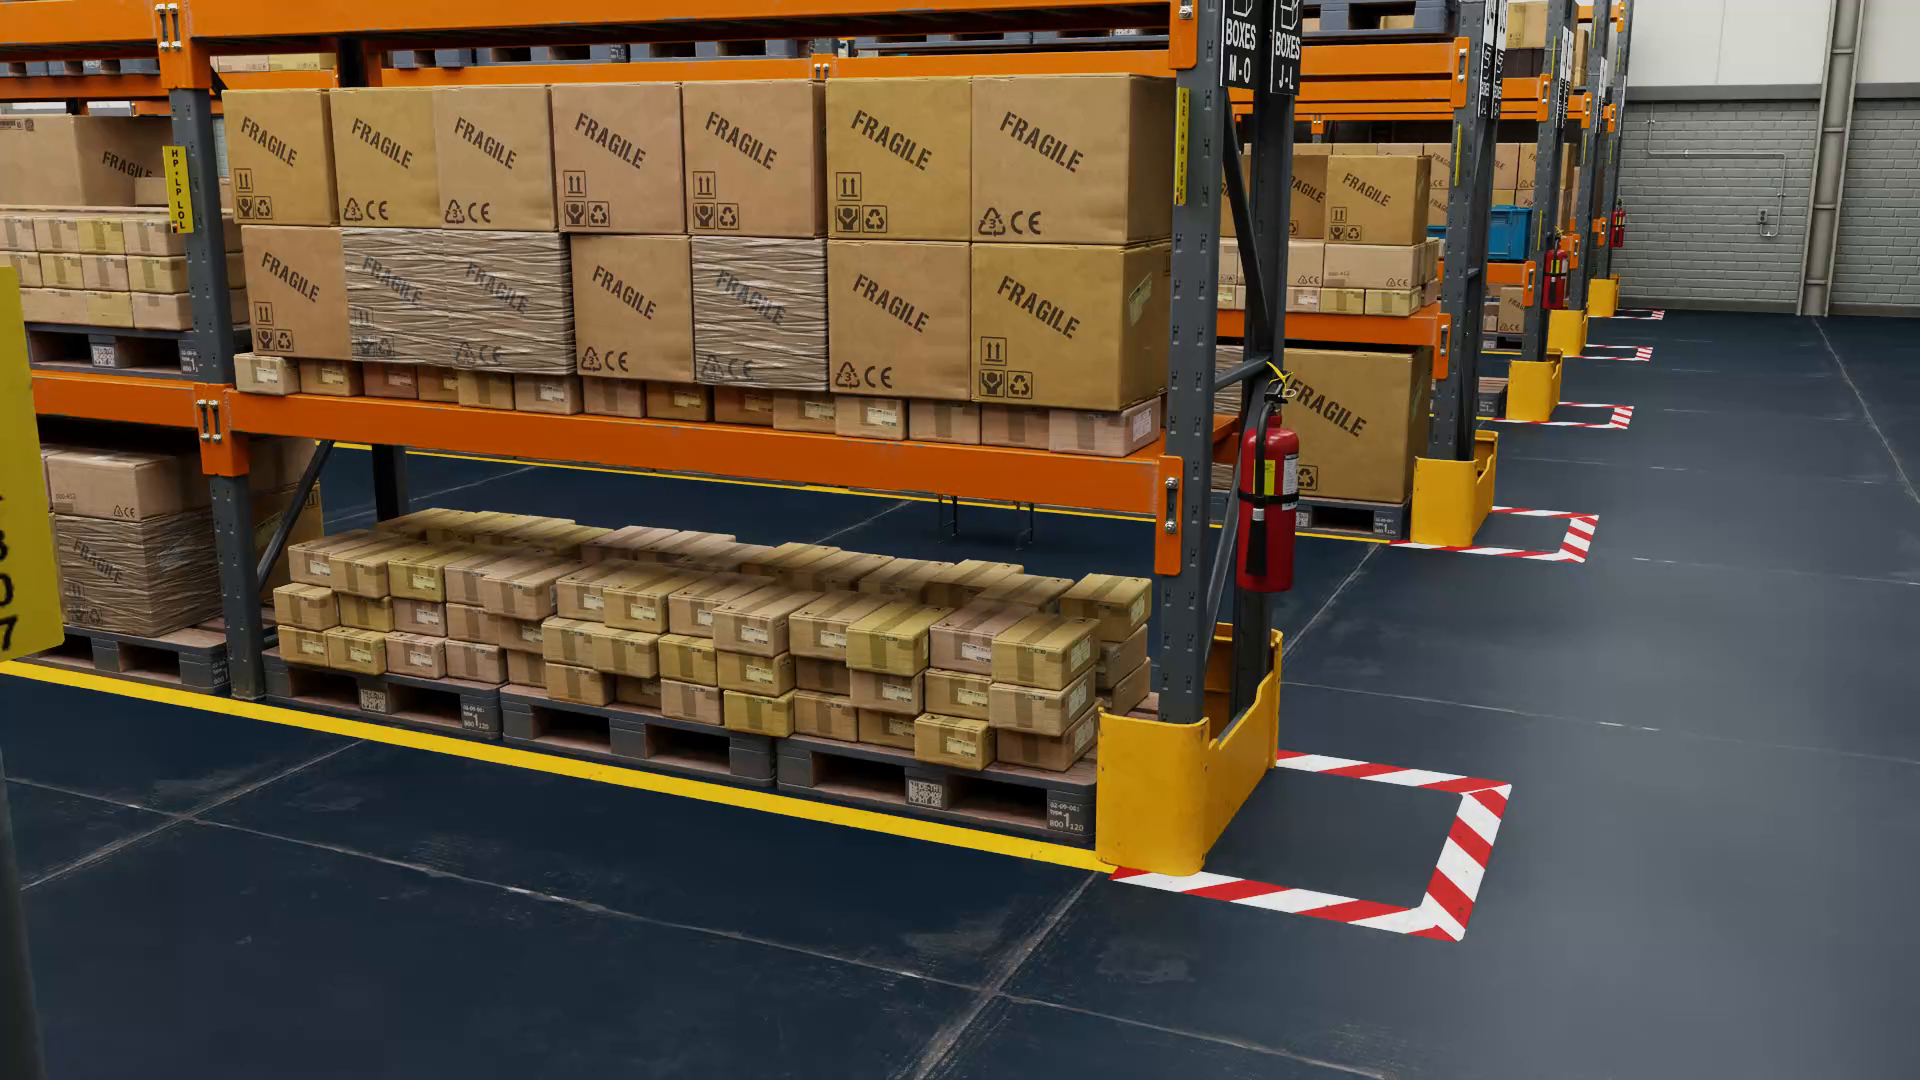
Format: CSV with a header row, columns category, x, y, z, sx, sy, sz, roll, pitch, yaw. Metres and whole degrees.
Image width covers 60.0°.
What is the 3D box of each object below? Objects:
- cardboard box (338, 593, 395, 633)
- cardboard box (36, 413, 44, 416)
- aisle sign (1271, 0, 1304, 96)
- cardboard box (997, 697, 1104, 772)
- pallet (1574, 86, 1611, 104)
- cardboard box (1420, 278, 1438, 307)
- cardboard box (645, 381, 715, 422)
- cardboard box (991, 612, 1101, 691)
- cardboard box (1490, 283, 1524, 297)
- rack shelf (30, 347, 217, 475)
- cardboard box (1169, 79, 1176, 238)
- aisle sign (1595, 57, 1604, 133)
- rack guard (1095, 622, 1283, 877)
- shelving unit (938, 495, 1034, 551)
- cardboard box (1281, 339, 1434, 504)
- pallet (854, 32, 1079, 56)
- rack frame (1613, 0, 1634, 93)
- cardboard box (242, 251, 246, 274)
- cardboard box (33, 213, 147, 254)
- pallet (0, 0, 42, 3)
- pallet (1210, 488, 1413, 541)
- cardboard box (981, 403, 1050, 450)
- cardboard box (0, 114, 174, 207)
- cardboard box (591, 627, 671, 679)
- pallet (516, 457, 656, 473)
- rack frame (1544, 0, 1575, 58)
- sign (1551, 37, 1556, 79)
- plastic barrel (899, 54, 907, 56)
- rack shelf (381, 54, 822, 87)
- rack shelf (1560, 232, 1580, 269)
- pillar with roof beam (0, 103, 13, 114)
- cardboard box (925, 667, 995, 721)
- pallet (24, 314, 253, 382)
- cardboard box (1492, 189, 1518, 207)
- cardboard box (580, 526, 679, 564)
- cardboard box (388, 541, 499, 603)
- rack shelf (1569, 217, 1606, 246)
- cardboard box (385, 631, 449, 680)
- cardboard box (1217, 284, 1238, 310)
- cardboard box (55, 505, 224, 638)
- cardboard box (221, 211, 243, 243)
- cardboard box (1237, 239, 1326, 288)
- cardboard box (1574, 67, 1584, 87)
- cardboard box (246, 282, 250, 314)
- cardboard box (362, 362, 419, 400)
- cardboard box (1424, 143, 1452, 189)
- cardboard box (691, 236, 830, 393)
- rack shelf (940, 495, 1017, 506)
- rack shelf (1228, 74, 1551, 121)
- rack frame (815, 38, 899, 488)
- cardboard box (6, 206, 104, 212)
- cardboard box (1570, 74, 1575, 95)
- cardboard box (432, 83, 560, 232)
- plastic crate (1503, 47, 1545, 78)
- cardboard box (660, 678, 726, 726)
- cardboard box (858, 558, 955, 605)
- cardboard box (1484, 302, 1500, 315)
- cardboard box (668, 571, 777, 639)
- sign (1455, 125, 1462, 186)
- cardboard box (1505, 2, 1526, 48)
category,x,y,z,sx,sy,sz,roll,pitch,yaw
cardboard box,-2.307,0.248,6.803,0.250,0.149,0.380,6,14,24
cardboard box,-4.778,-0.515,8.296,0.500,0.250,0.500,6,15,25
aisle sign,1.069,-1.847,5.371,0.004,0.787,0.394,6,14,23
cardboard box,0.315,0.652,5.730,0.250,0.149,0.380,6,15,24
pallet,8.318,-6.140,22.983,1.213,0.211,1.003,6,14,23
cardboard box,2.791,-1.532,10.268,0.250,0.149,0.380,6,14,24
cardboard box,-0.923,-0.533,6.012,0.250,0.149,0.380,6,15,24
cardboard box,0.294,0.372,5.623,0.250,0.149,0.380,6,14,24
cardboard box,7.863,-3.734,23.654,0.500,0.500,0.700,6,14,23
rack shelf,-4.605,-0.731,7.878,4.000,0.370,1.077,6,14,23
cardboard box,0.577,-1.303,5.684,0.500,0.500,0.500,6,14,23
aisle sign,6.936,-4.817,18.025,0.004,0.787,0.394,6,14,23
rack guard,0.811,0.684,5.746,0.348,0.500,1.175,6,14,23
shelving unit,0.151,-0.569,9.553,0.503,1.200,0.258,6,14,23
cardboard box,2.364,-0.765,10.181,0.875,0.875,0.875,6,14,23
pallet,0.068,-3.262,10.718,1.213,0.211,1.003,6,14,23
rack frame,9.001,-7.577,22.347,0.127,3.000,1.000,6,14,23
cardboard box,-3.188,-1.279,7.619,0.250,0.149,0.380,5,14,22
cardboard box,-3.704,-1.313,7.113,0.250,0.149,0.380,5,14,21
pallet,-3.298,-2.344,7.024,1.003,0.211,1.213,6,14,23
pallet,2.219,-0.253,10.369,1.213,0.211,1.003,6,14,23
cardboard box,0.256,-0.406,5.467,0.250,0.149,0.380,6,14,23
cardboard box,-7.320,-3.057,13.983,1.000,1.000,1.000,6,14,24
cardboard box,-1.162,0.383,6.225,0.250,0.149,0.380,6,14,24
pallet,-2.531,-0.733,12.418,1.213,0.211,1.003,6,14,23
rack frame,4.988,-5.508,13.529,0.127,3.000,1.000,6,14,23
sign,4.780,-3.880,13.387,0.005,0.325,0.100,6,14,23
plastic barrel,-0.292,-4.992,15.880,0.708,0.901,0.600,6,14,23
rack shelf,-2.504,-3.218,11.911,4.000,0.370,1.077,6,14,23
rack shelf,5.169,-3.456,19.492,4.000,0.370,1.077,6,14,23
pillar with roof beam,-22.839,-9.940,32.416,0.400,9.000,9.100,6,14,23
cardboard box,0.065,0.488,5.779,0.250,0.149,0.380,5,14,22
pallet,-3.417,-0.904,7.460,1.213,0.211,1.003,6,14,23
cardboard box,6.002,-3.702,18.746,0.500,0.500,0.500,6,14,24
cardboard box,-1.375,0.059,6.955,0.250,0.149,0.380,5,14,21
cardboard box,-2.067,0.124,6.680,0.250,0.149,0.380,6,14,22
rack shelf,7.172,-4.491,23.903,4.000,0.370,1.077,6,14,23
cardboard box,-2.082,0.425,6.699,0.250,0.149,0.380,6,14,23
cardboard box,1.588,-1.489,10.083,0.250,0.149,0.380,5,14,22
cardboard box,-3.556,0.101,7.313,0.500,0.500,0.500,5,14,22
cardboard box,-3.208,-1.425,7.589,0.250,0.149,0.380,6,15,25
cardboard box,1.968,-1.661,9.944,0.500,0.250,0.500,6,14,22
cardboard box,8.224,-6.309,22.700,0.500,0.250,0.500,6,15,25
cardboard box,-3.207,-1.135,7.657,0.250,0.149,0.380,6,14,24
cardboard box,-2.119,-0.657,6.539,0.250,0.149,0.380,5,14,21
cardboard box,5.541,-4.234,18.825,0.500,0.500,0.500,6,15,25
cardboard box,-0.571,-0.801,5.732,0.500,0.500,0.500,6,14,23
rack shelf,0.151,-0.310,9.613,0.480,0.148,0.258,6,14,23
rack shelf,3.159,-3.882,14.742,4.000,0.370,1.077,6,14,23
rack frame,-0.675,-1.923,11.382,0.127,3.000,1.000,6,14,23
cardboard box,-4.381,-1.544,8.097,0.250,0.149,0.380,6,15,25
cardboard box,6.631,-5.109,18.725,0.500,0.250,0.500,6,14,23
cardboard box,-1.535,-1.386,6.036,0.500,0.500,0.500,6,14,24
plastic crate,4.749,-4.078,14.286,0.590,0.269,0.497,6,14,23
cardboard box,-0.900,0.547,6.178,0.250,0.149,0.380,6,15,24
cardboard box,-0.201,0.192,6.388,0.250,0.149,0.380,5,14,20
cardboard box,6.158,-2.653,19.549,0.500,0.250,0.500,6,14,23
cardboard box,-0.876,0.241,6.180,0.250,0.149,0.380,5,14,21
sign,2.749,-2.120,9.168,0.005,0.325,0.100,6,14,23
cardboard box,6.098,-5.725,18.614,0.500,0.500,0.700,6,14,23
